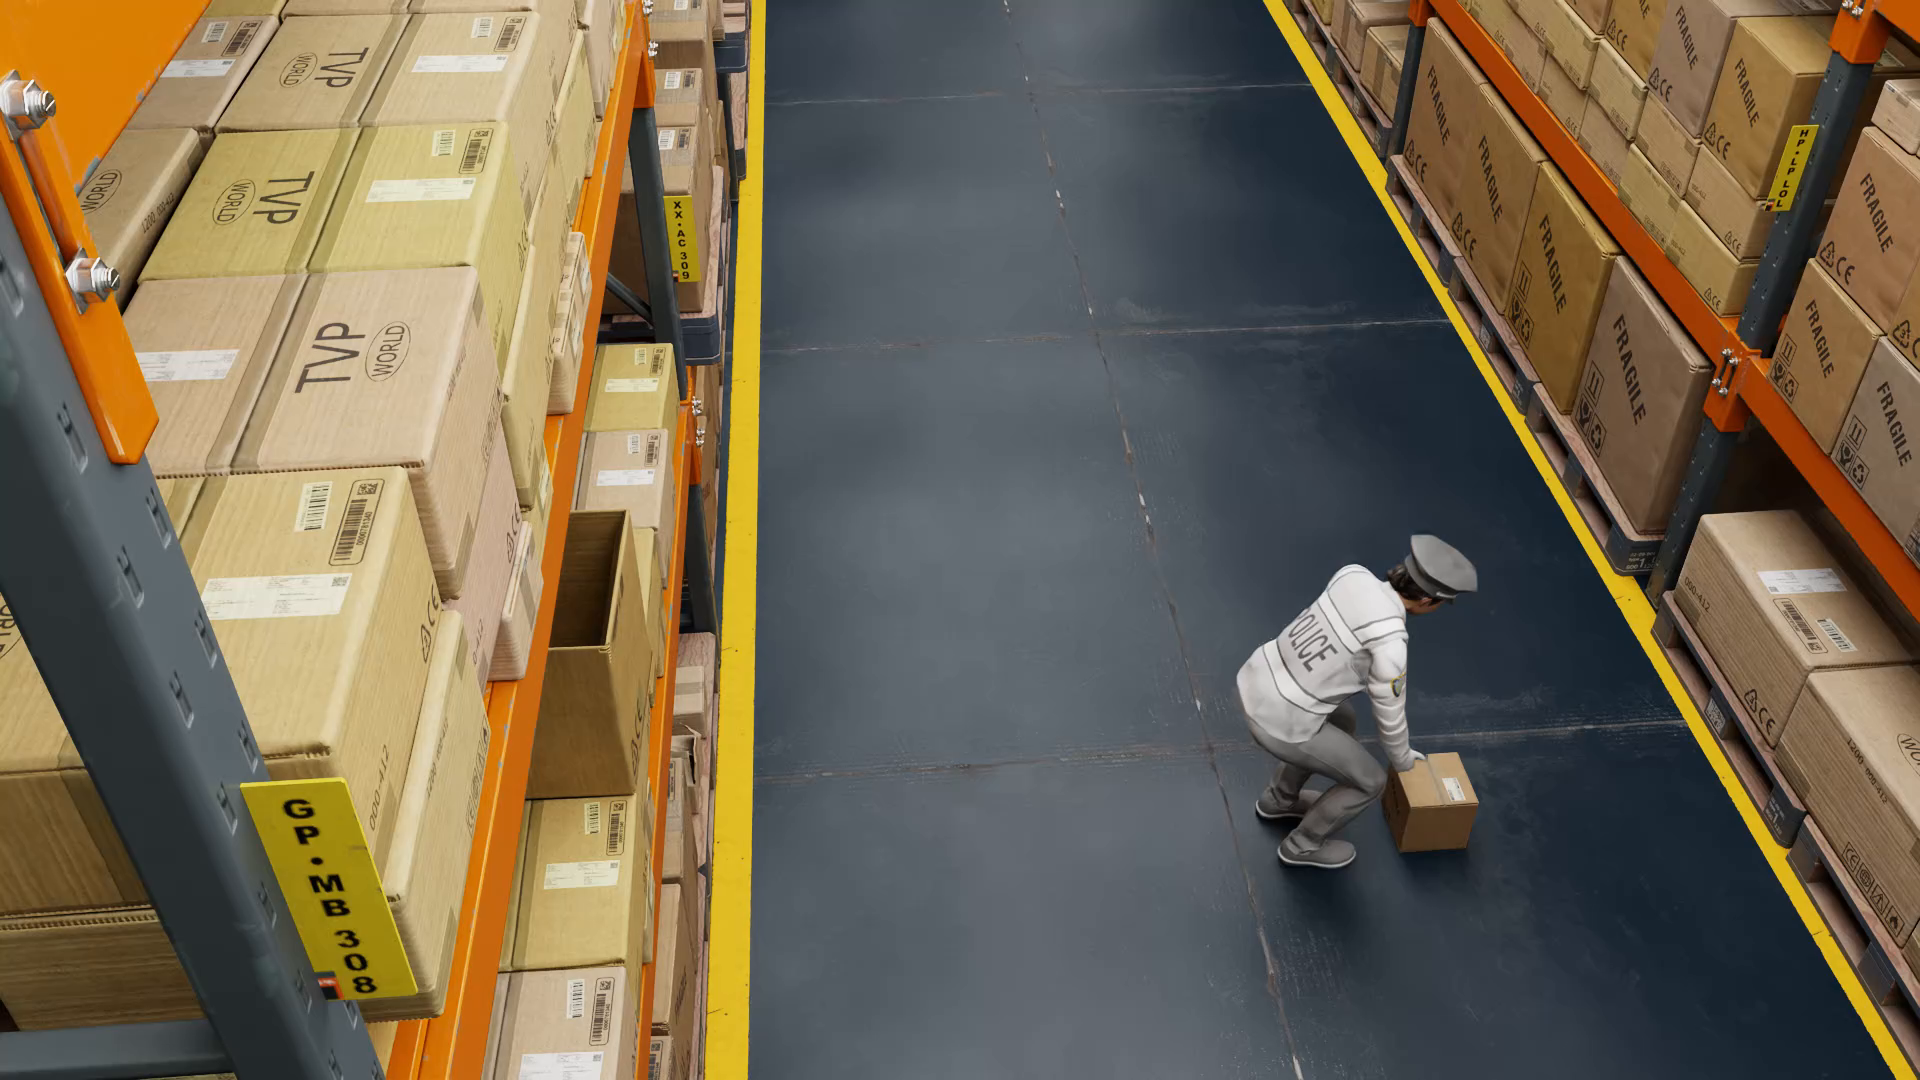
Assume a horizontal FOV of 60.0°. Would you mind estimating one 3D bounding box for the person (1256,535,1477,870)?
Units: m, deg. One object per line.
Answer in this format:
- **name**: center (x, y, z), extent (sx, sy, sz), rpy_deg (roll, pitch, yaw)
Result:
- **person**: center (1.362, 0.563, 5.746), extent (0.656, 1.320, 0.391), rpy_deg (-3, 39, -4)
